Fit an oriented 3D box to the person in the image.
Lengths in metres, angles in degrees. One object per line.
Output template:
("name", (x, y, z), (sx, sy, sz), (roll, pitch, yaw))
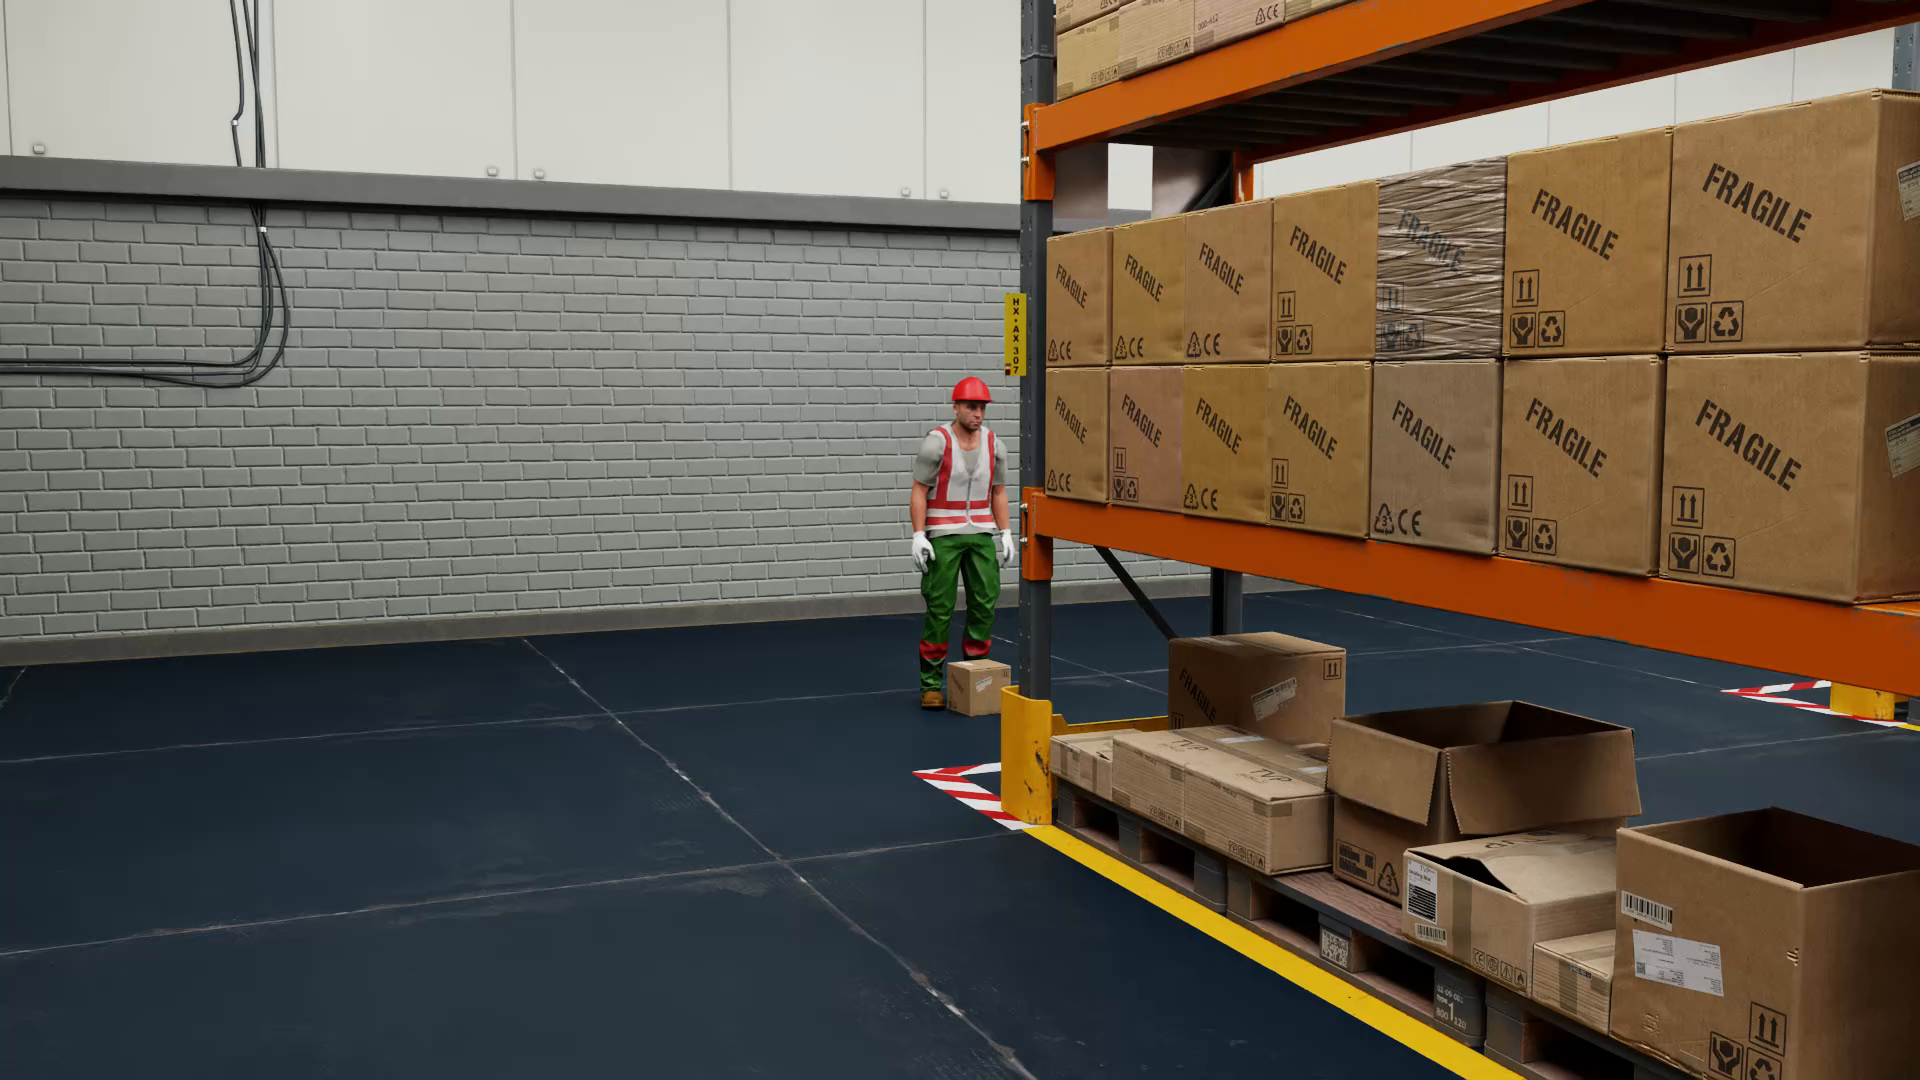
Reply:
("person", (0.015, 0.009, 9.024), (0.608, 1.779, 0.453), (-2, 6, -24))
